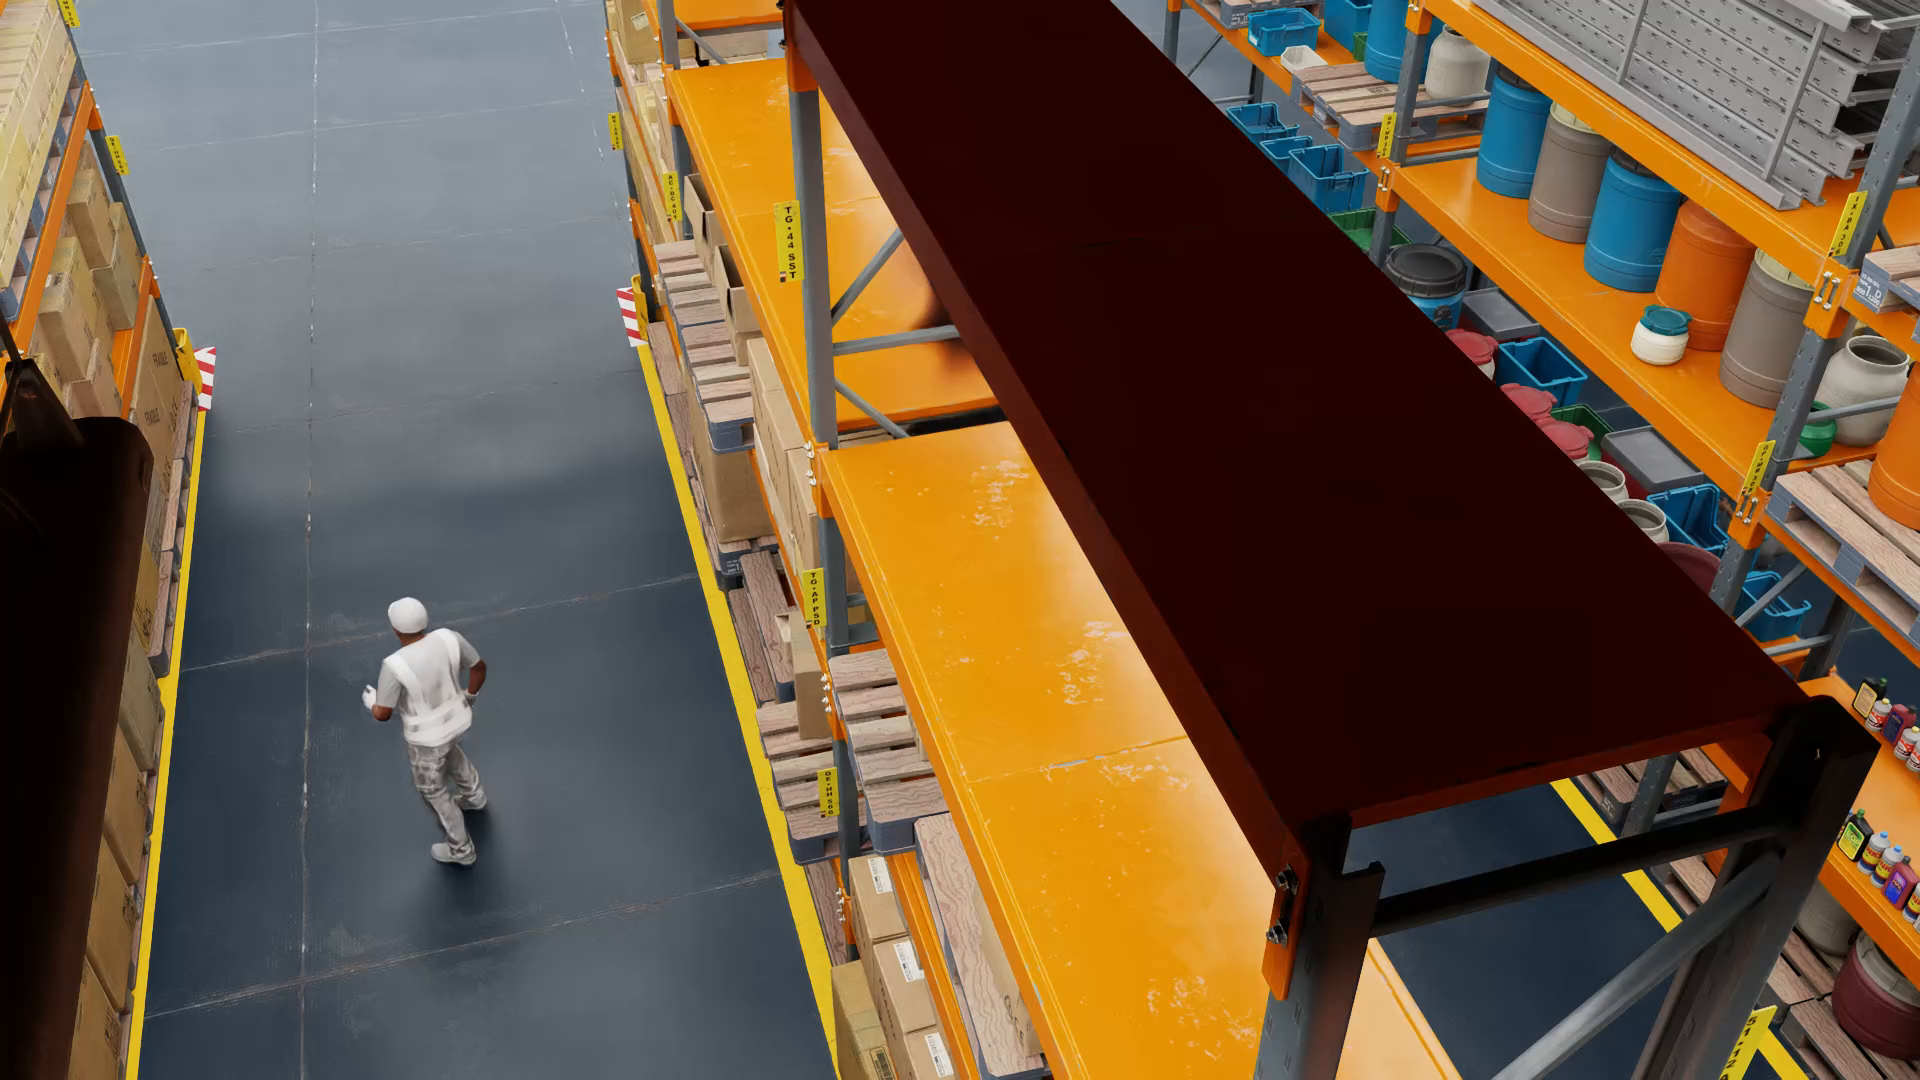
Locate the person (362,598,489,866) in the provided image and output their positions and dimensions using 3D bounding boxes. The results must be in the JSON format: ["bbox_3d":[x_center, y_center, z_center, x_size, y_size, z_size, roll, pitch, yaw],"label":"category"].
[{"bbox_3d":[-3.207,1.102,10.105,0.759,1.726,0.691,22,43,25],"label":"person"}]

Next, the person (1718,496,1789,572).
[{"bbox_3d":[5.521,0.044,11.471,0.489,1.680,0.810,-15,41,-18],"label":"person"}]
